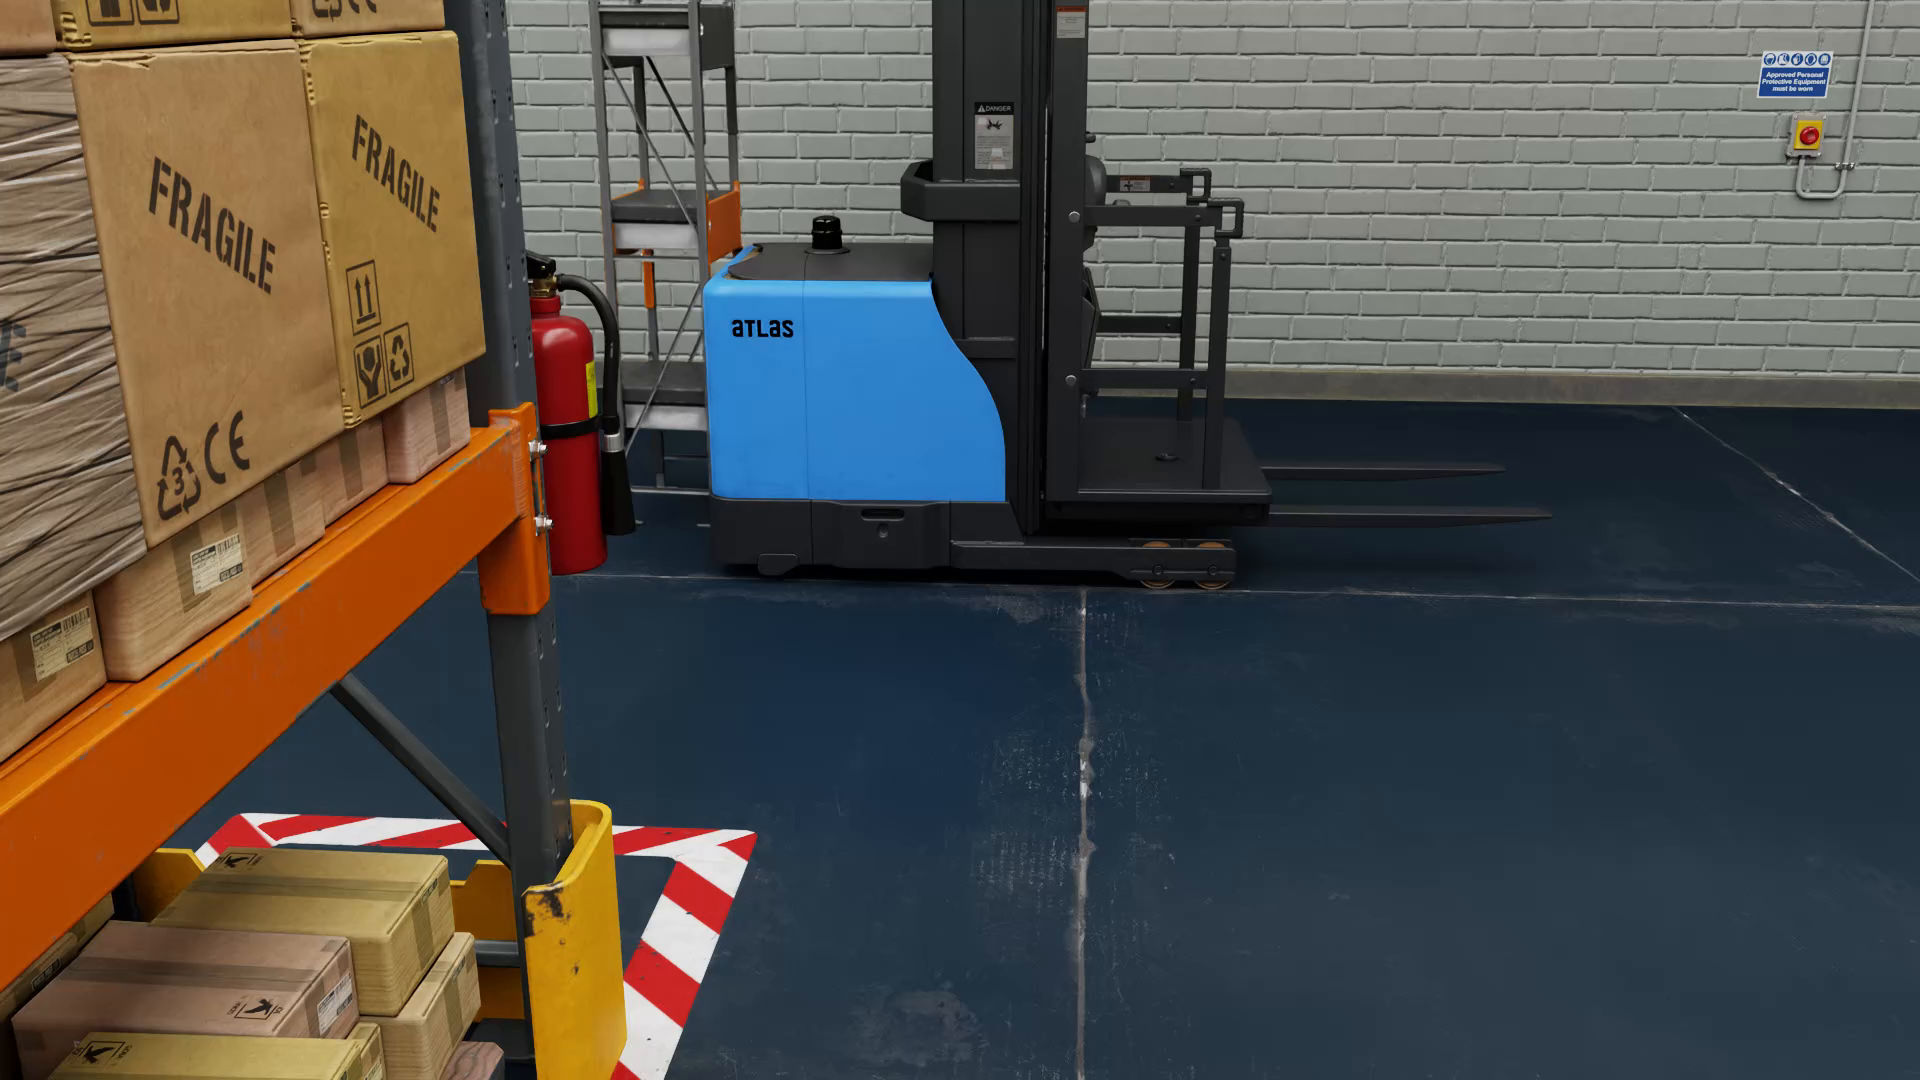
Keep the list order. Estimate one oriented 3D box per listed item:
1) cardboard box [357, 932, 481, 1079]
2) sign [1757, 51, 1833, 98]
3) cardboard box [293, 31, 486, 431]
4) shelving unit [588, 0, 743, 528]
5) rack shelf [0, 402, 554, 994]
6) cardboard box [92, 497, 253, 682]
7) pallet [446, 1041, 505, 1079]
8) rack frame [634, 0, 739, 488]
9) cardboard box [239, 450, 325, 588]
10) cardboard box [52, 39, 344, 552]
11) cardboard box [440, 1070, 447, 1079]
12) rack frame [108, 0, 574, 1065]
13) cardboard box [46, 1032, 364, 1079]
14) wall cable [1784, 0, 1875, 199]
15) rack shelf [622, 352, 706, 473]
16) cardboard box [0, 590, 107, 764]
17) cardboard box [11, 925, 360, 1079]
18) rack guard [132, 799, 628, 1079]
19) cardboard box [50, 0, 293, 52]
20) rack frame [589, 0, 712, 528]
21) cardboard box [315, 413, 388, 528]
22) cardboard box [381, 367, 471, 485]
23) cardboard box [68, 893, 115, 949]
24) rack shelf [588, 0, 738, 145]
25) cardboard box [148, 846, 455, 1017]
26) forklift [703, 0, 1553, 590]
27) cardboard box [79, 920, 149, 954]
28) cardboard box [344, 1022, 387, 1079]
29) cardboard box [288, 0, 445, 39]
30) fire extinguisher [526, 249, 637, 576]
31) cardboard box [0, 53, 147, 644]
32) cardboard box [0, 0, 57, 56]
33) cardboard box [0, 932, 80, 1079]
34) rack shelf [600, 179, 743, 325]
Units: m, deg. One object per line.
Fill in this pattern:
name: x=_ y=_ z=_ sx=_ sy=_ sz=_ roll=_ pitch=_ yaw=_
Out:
cardboard box: x=-1.010 y=0.763 z=2.705 sx=0.380 sy=0.149 sz=0.250 roll=1 pitch=18 yaw=2
sign: x=4.025 y=-2.243 z=8.016 sx=0.327 sy=0.218 sz=0.001 roll=1 pitch=18 yaw=4
cardboard box: x=-1.033 y=-0.465 z=2.387 sx=0.500 sy=0.500 sz=0.500 roll=2 pitch=18 yaw=5
shelving unit: x=-1.113 y=-1.129 z=6.493 sx=0.431 sy=2.100 sz=0.503 roll=3 pitch=18 yaw=7
rack shelf: x=-1.400 y=0.541 z=1.109 sx=1.077 sy=0.370 sz=4.000 roll=1 pitch=18 yaw=4
cardboard box: x=-1.052 y=0.040 z=1.888 sx=0.380 sy=0.149 sz=0.250 roll=2 pitch=18 yaw=5
pallet: x=-1.356 y=1.179 z=2.487 sx=1.003 sy=0.211 sz=1.213 roll=1 pitch=18 yaw=4
rack frame: x=-1.083 y=-1.205 z=6.723 sx=0.400 sy=2.100 sz=0.015 roll=3 pitch=18 yaw=7
cardboard box: x=-1.057 y=-0.040 z=2.131 sx=0.380 sy=0.149 sz=0.250 roll=1 pitch=18 yaw=3
cardboard box: x=-1.075 y=-0.305 z=1.899 sx=0.500 sy=0.500 sz=0.500 roll=1 pitch=18 yaw=3
cardboard box: x=-1.087 y=0.902 z=2.758 sx=0.380 sy=0.149 sz=0.250 roll=2 pitch=18 yaw=5
rack frame: x=-1.257 y=-0.422 z=2.892 sx=1.000 sy=3.000 sz=0.127 roll=1 pitch=18 yaw=4
cardboard box: x=-1.009 y=0.781 z=2.171 sx=0.380 sy=0.149 sz=0.250 roll=1 pitch=18 yaw=3
wall cable: x=4.068 y=-2.592 z=7.834 sx=0.585 sy=1.953 sz=0.123 roll=1 pitch=18 yaw=4
rack shelf: x=-1.116 y=-0.451 z=6.716 sx=0.431 sy=0.518 sz=0.480 roll=3 pitch=18 yaw=7
cardboard box: x=-1.100 y=0.121 z=1.640 sx=0.380 sy=0.149 sz=0.250 roll=0 pitch=18 yaw=1
cardboard box: x=-1.118 y=0.698 z=2.425 sx=0.380 sy=0.149 sz=0.250 roll=2 pitch=18 yaw=5
rack guard: x=-1.263 y=0.790 z=3.210 sx=1.175 sy=0.500 sz=0.348 roll=1 pitch=18 yaw=4
cardboard box: x=-1.078 y=-0.781 z=1.744 sx=0.500 sy=0.500 sz=0.500 roll=1 pitch=18 yaw=2
rack frame: x=-1.143 y=-1.054 z=6.263 sx=0.400 sy=2.100 sz=0.015 roll=3 pitch=18 yaw=7
cardboard box: x=-1.054 y=-0.118 z=2.370 sx=0.380 sy=0.149 sz=0.250 roll=1 pitch=18 yaw=4
cardboard box: x=-0.999 y=-0.195 z=2.603 sx=0.380 sy=0.149 sz=0.250 roll=1 pitch=18 yaw=4
cardboard box: x=-1.634 y=0.606 z=2.705 sx=0.380 sy=0.149 sz=0.250 roll=0 pitch=18 yaw=1
rack shelf: x=-1.109 y=-1.781 z=6.279 sx=0.431 sy=0.518 sz=0.480 roll=3 pitch=18 yaw=7
cardboard box: x=-1.042 y=0.621 z=2.659 sx=0.380 sy=0.149 sz=0.250 roll=1 pitch=18 yaw=5
forklift: x=0.629 y=-1.386 z=5.946 sx=3.031 sy=2.935 sz=1.130 roll=1 pitch=18 yaw=2
cardboard box: x=-1.551 y=0.749 z=2.745 sx=0.380 sy=0.149 sz=0.250 roll=2 pitch=18 yaw=6
cardboard box: x=-1.083 y=0.843 z=2.461 sx=0.380 sy=0.149 sz=0.250 roll=1 pitch=18 yaw=3
cardboard box: x=-1.042 y=-0.938 z=2.224 sx=0.500 sy=0.500 sz=0.500 roll=1 pitch=18 yaw=3
fire extinguisher: x=-0.779 y=-0.276 z=3.170 sx=0.296 sy=0.674 sz=0.183 roll=1 pitch=18 yaw=4
cardboard box: x=-1.101 y=-0.148 z=1.418 sx=0.500 sy=0.500 sz=0.500 roll=1 pitch=18 yaw=4
cardboard box: x=-1.106 y=-0.619 z=1.250 sx=0.500 sy=0.500 sz=0.500 roll=2 pitch=18 yaw=7
cardboard box: x=-1.533 y=0.694 z=2.435 sx=0.380 sy=0.149 sz=0.250 roll=2 pitch=18 yaw=5
rack shelf: x=-1.113 y=-1.116 z=6.497 sx=0.431 sy=0.518 sz=0.480 roll=3 pitch=18 yaw=7
